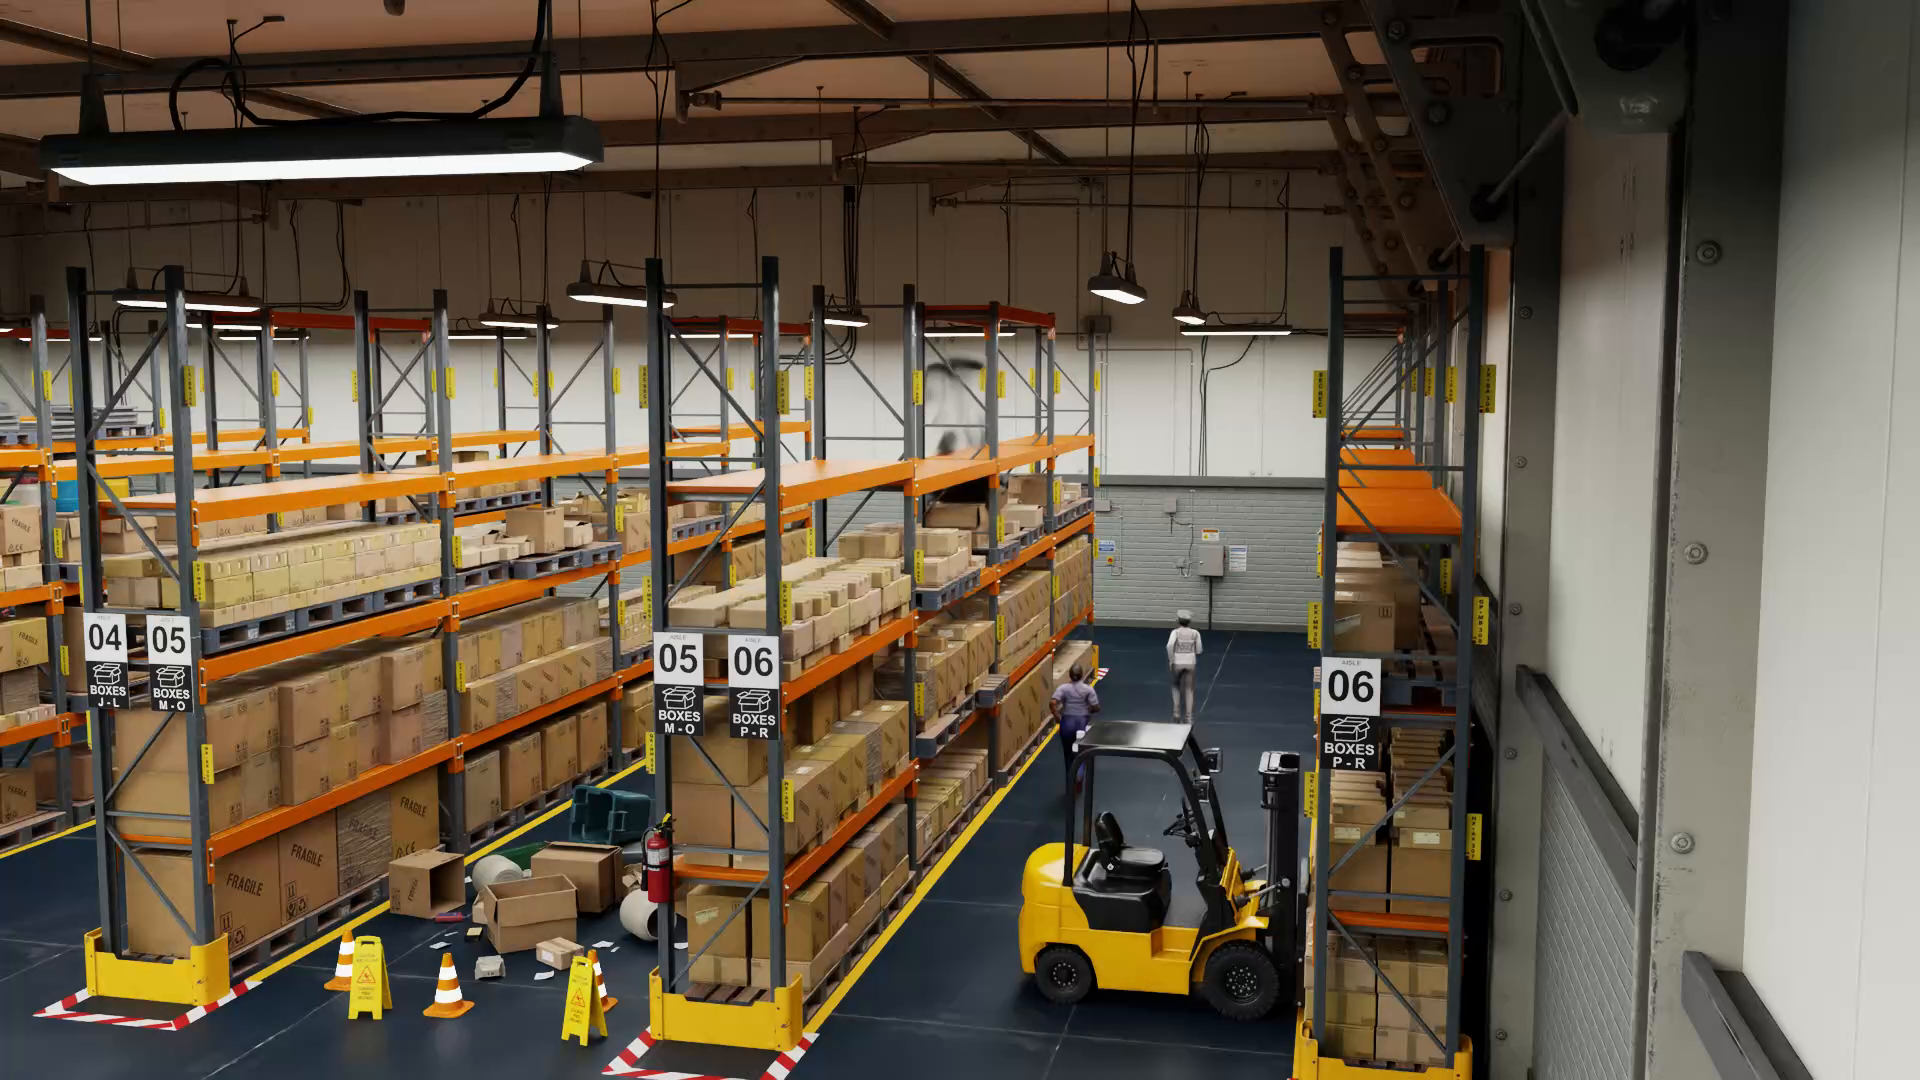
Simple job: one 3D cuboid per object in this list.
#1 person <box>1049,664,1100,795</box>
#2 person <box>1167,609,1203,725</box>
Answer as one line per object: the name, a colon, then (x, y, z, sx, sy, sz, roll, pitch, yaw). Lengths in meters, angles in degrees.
person: (1.397, 2.323, 20.167, 0.607, 1.656, 0.897, 1, 6, 10)
person: (3.265, 1.885, 24.212, 0.552, 1.735, 0.801, 0, 6, 3)
